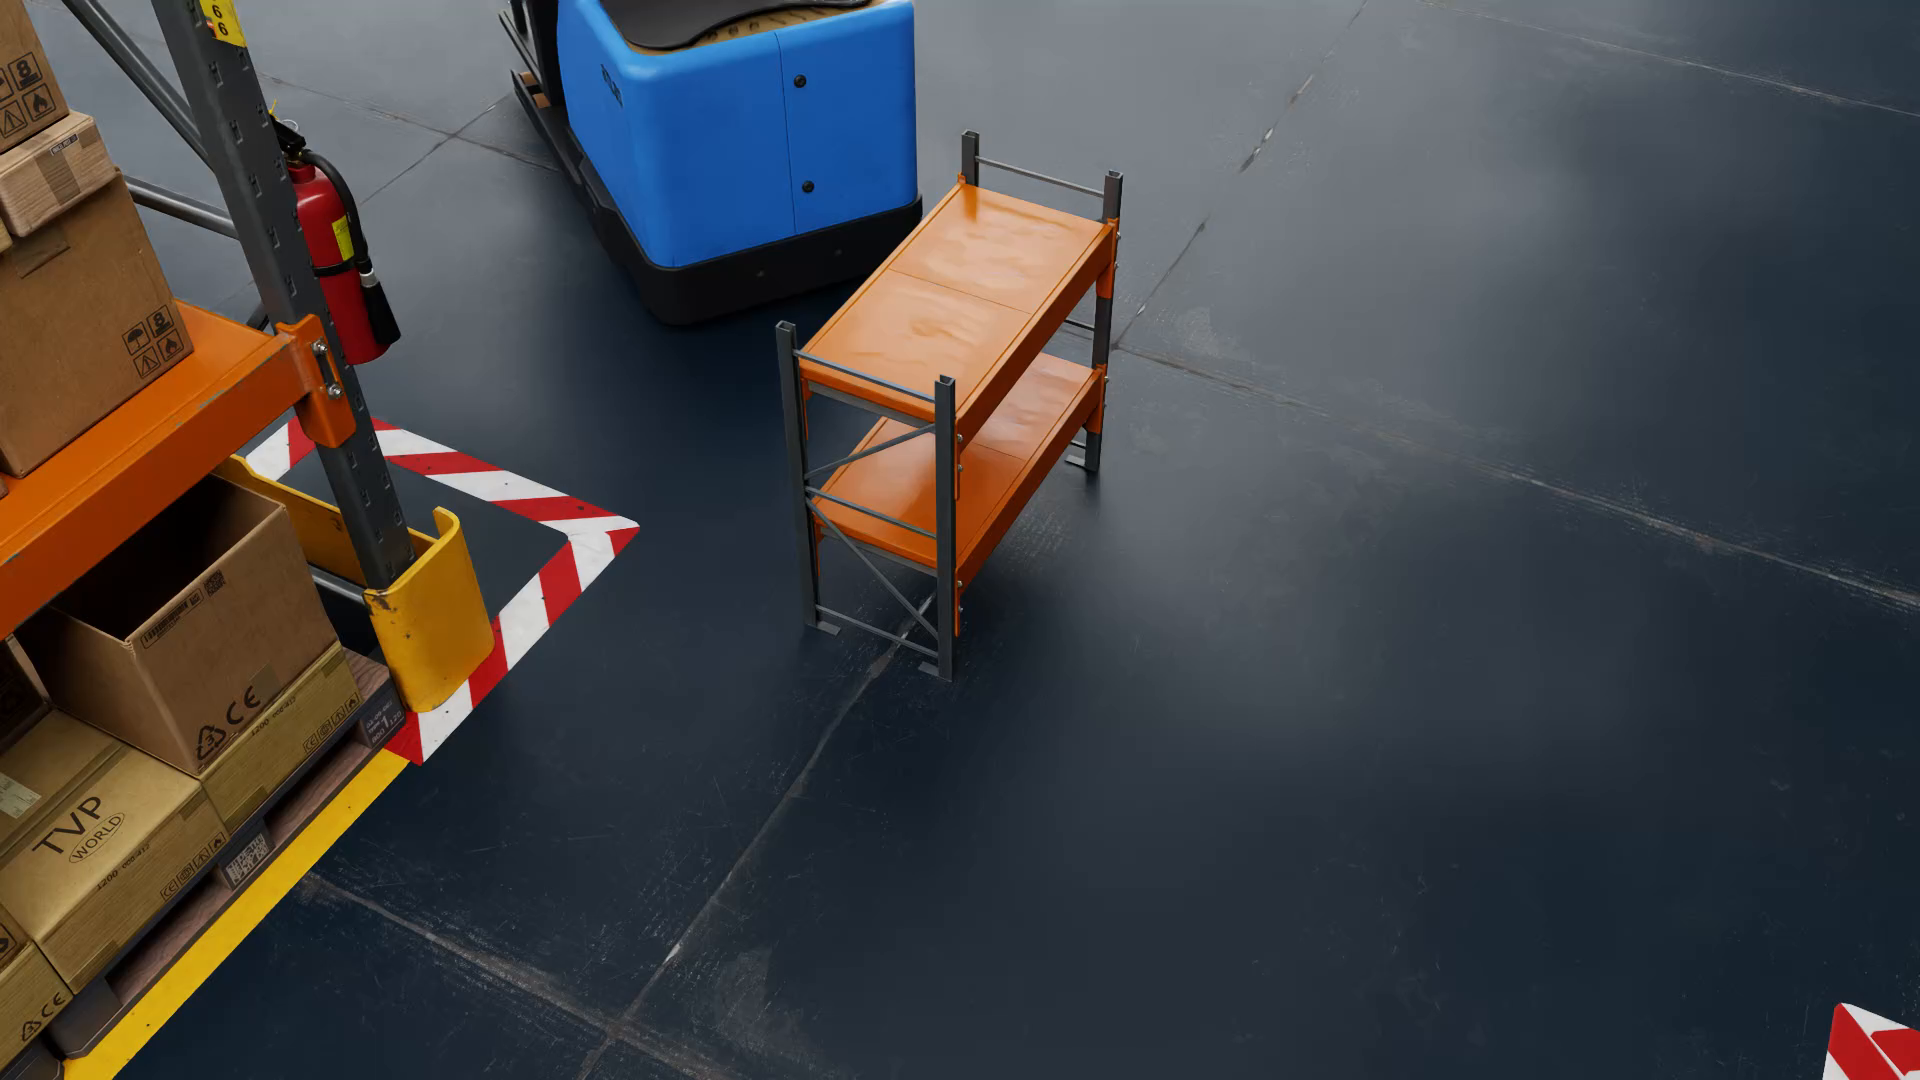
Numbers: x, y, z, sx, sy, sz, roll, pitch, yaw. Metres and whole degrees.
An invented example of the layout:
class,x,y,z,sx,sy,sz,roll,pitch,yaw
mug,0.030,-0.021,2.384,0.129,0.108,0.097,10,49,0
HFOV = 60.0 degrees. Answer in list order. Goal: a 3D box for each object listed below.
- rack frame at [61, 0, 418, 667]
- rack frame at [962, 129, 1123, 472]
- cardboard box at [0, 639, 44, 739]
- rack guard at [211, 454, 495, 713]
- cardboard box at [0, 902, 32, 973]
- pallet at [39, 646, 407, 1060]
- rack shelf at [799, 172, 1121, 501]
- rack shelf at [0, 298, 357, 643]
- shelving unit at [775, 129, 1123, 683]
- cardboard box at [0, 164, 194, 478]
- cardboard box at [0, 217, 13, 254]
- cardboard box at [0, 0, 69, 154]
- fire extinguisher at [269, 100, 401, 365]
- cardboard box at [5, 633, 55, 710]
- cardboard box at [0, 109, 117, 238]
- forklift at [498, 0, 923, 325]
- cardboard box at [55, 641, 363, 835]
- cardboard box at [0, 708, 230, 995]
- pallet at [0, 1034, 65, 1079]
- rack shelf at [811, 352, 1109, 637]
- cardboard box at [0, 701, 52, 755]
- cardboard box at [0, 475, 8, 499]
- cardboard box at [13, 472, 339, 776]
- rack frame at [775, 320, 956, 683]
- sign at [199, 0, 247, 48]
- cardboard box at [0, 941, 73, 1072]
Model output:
class,x,y,z,sx,sy,sz,roll,pitch,yaw
rack frame,-1.967,-0.829,3.960,1.000,3.000,0.127,20,49,19
rack frame,0.233,-0.711,5.162,0.500,1.125,0.032,20,49,19
cardboard box,-2.643,0.307,3.949,0.500,0.500,0.500,20,49,19
rack guard,-1.956,0.035,4.864,1.175,0.500,0.348,20,49,19
cardboard box,-2.404,0.798,3.463,0.500,0.500,0.500,20,49,19
pallet,-2.285,0.647,4.462,1.003,0.211,1.213,20,49,19
rack shelf,-0.003,-0.597,4.638,0.538,0.278,1.000,20,49,19
rack shelf,-2.895,0.684,2.971,1.077,0.370,4.000,20,49,19
shelving unit,-0.003,-0.391,4.846,0.538,1.125,1.048,20,49,19
cardboard box,-2.195,-0.574,3.638,0.700,0.500,0.500,20,49,19
cardboard box,-2.096,-0.623,3.230,0.380,0.149,0.250,22,49,20
cardboard box,-2.220,-0.997,3.144,0.700,0.500,0.500,21,49,19
fire extinguisher,-1.501,-0.723,3.910,0.296,0.674,0.183,20,49,19
cardboard box,-2.413,0.255,4.527,0.500,0.250,0.500,20,49,19
cardboard box,-1.976,-0.788,3.394,0.380,0.149,0.250,20,49,18
forklift,-1.233,-2.848,6.004,1.130,2.935,3.031,-19,48,-18
cardboard box,-1.954,0.426,4.358,0.500,0.250,0.500,20,49,19
cardboard box,-2.176,0.745,4.043,0.500,0.250,0.500,20,49,19
pallet,-2.852,1.413,3.705,1.003,0.211,1.213,20,49,19
rack shelf,-0.003,-0.219,5.020,0.538,0.278,1.000,20,49,19
cardboard box,-2.642,0.571,4.215,0.500,0.250,0.500,20,49,19
cardboard box,-2.435,-0.241,3.309,0.700,0.500,0.500,22,49,20
cardboard box,-1.952,0.163,4.091,0.500,0.500,0.500,20,49,19
rack frame,-0.239,-0.071,4.529,0.500,1.125,0.032,20,49,19
sign,-1.493,-1.131,3.278,0.100,0.325,0.005,20,49,19
cardboard box,-2.406,1.060,3.731,0.500,0.250,0.500,20,49,19
